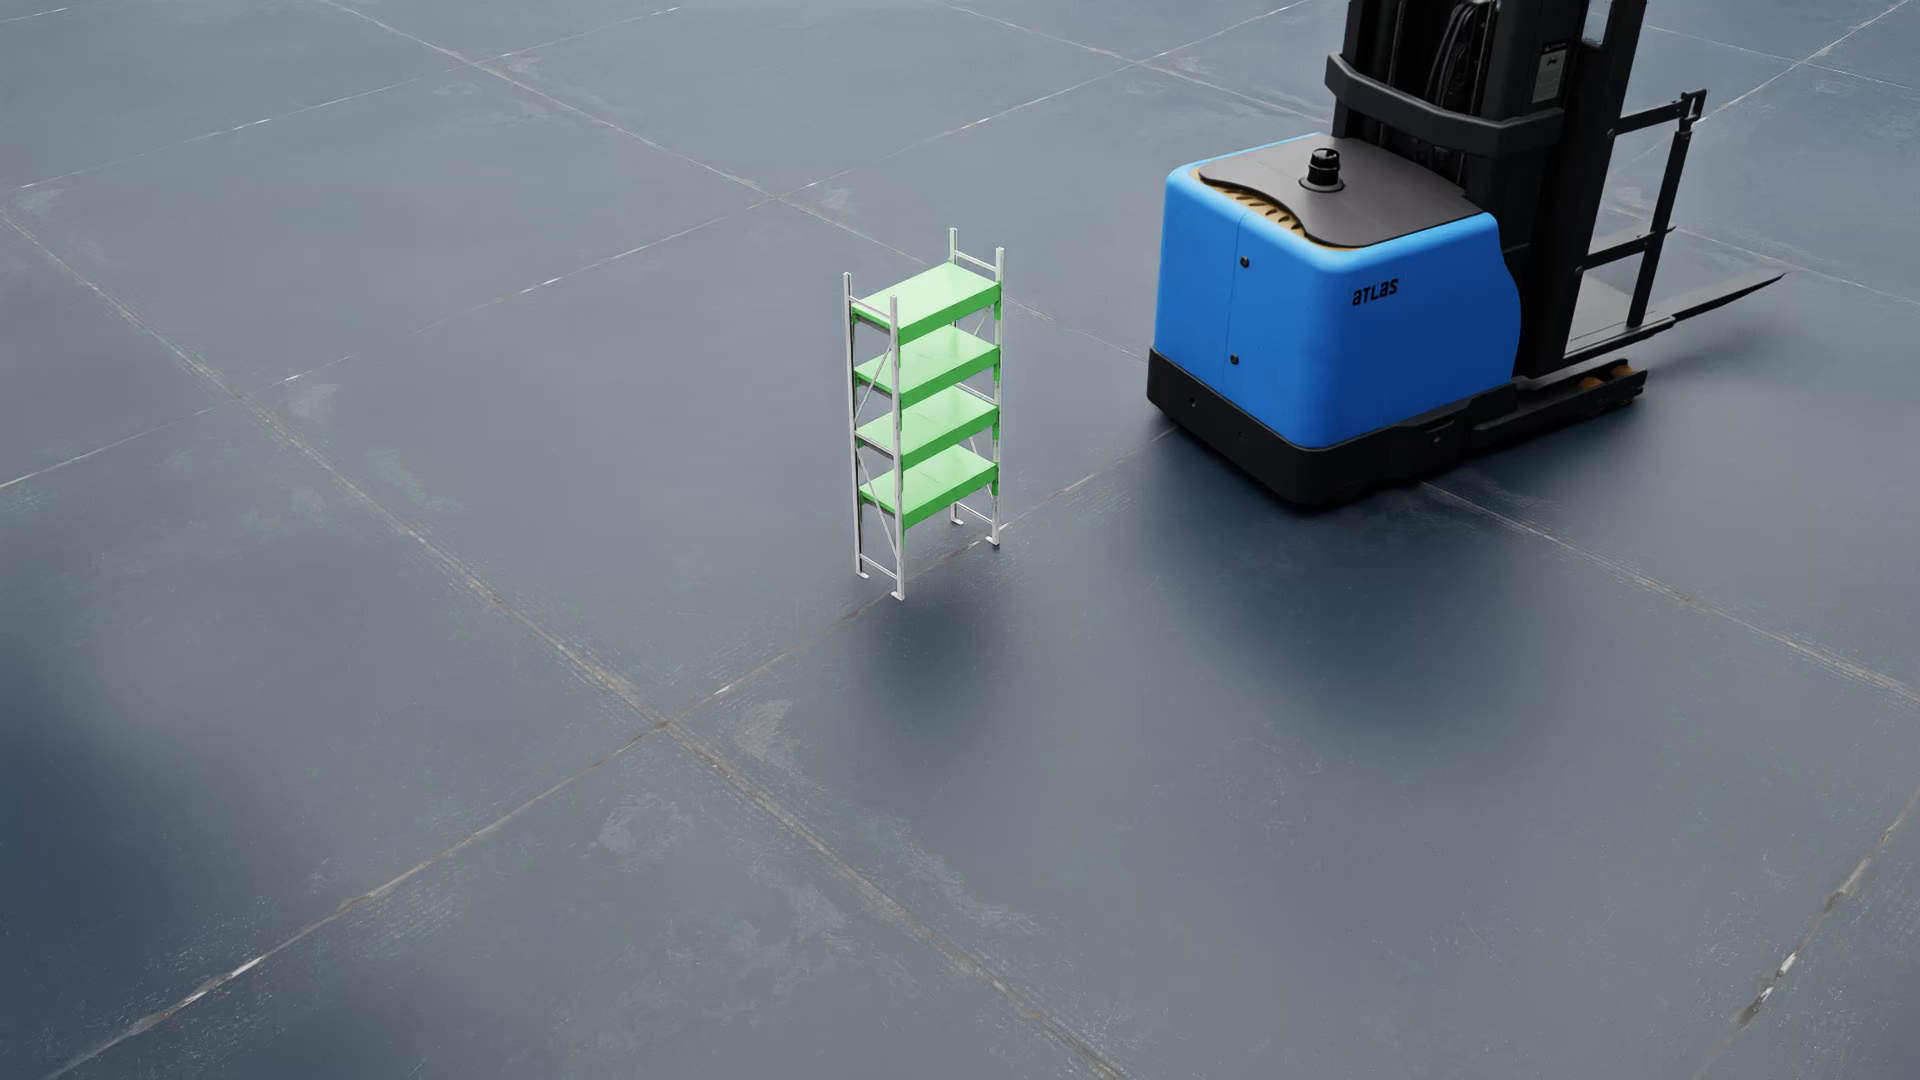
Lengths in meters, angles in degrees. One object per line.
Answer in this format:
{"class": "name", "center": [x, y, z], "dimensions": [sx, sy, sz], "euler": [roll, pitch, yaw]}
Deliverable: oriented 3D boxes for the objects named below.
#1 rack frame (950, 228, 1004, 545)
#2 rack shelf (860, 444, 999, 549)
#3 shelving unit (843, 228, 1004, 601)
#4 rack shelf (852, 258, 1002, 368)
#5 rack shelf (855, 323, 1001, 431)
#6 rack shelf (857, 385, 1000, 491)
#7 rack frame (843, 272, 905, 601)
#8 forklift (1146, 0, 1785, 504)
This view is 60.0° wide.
{"class": "rack frame", "center": [0.055, -0.524, 5.952], "dimensions": [0.240, 1.200, 0.015], "euler": [30, 45, 35]}
{"class": "rack shelf", "center": [-0.117, -0.176, 5.984], "dimensions": [0.258, 0.148, 0.480], "euler": [30, 45, 35]}
{"class": "shelving unit", "center": [-0.117, -0.425, 5.810], "dimensions": [0.258, 1.200, 0.503], "euler": [30, 45, 35]}
{"class": "rack shelf", "center": [-0.117, -0.766, 5.572], "dimensions": [0.258, 0.148, 0.480], "euler": [30, 45, 35]}
{"class": "rack shelf", "center": [-0.117, -0.569, 5.710], "dimensions": [0.258, 0.148, 0.480], "euler": [30, 45, 35]}
{"class": "rack shelf", "center": [-0.117, -0.373, 5.847], "dimensions": [0.258, 0.148, 0.480], "euler": [30, 45, 35]}
{"class": "rack frame", "center": [-0.289, -0.326, 5.668], "dimensions": [0.240, 1.200, 0.015], "euler": [30, 45, 35]}
{"class": "forklift", "center": [2.312, -1.959, 6.497], "dimensions": [3.031, 2.935, 1.130], "euler": [-19, 39, -25]}
